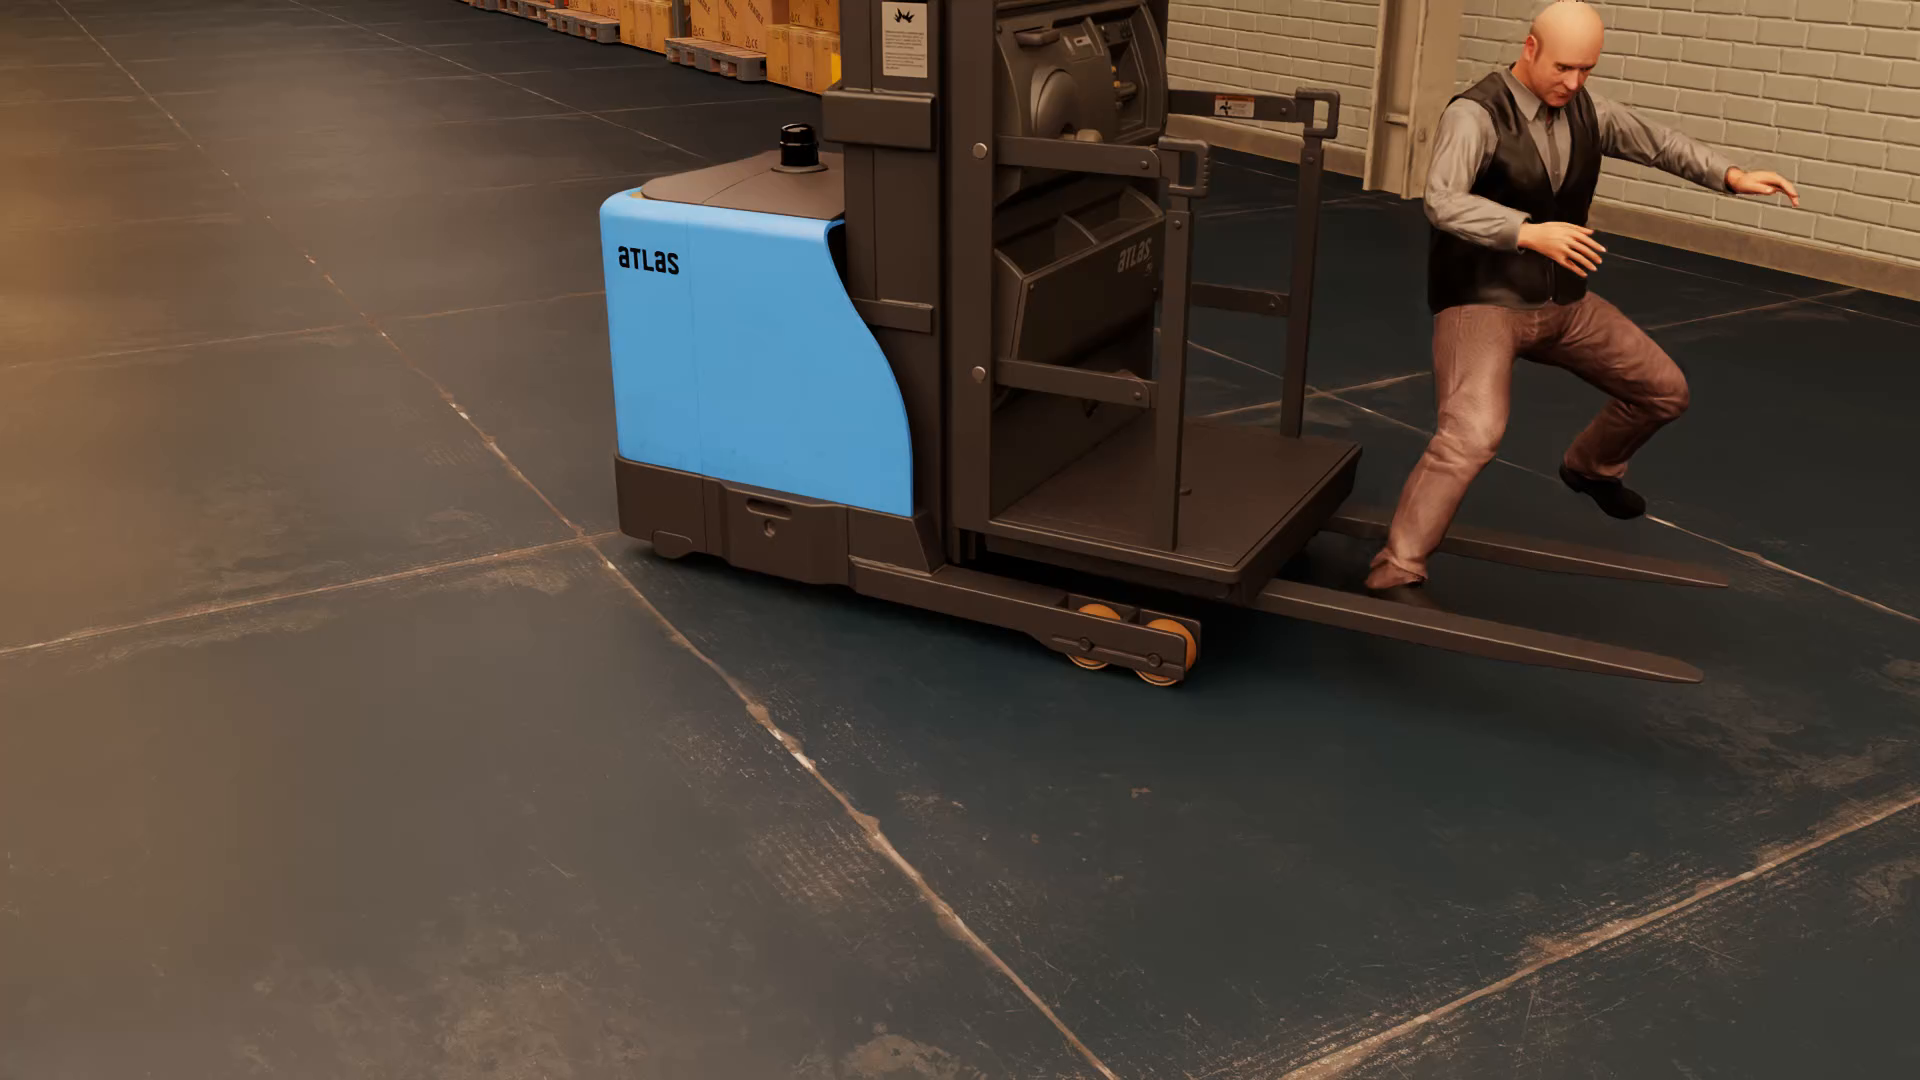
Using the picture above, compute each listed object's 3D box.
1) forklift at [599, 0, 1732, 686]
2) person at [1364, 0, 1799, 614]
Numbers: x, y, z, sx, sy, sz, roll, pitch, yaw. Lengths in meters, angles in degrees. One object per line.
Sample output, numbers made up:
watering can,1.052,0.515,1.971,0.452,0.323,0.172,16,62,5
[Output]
forklift,0.511,-1.215,4.235,3.031,2.935,1.130,12,25,26
person,1.583,-0.621,4.375,1.238,1.518,0.745,-9,24,-21
